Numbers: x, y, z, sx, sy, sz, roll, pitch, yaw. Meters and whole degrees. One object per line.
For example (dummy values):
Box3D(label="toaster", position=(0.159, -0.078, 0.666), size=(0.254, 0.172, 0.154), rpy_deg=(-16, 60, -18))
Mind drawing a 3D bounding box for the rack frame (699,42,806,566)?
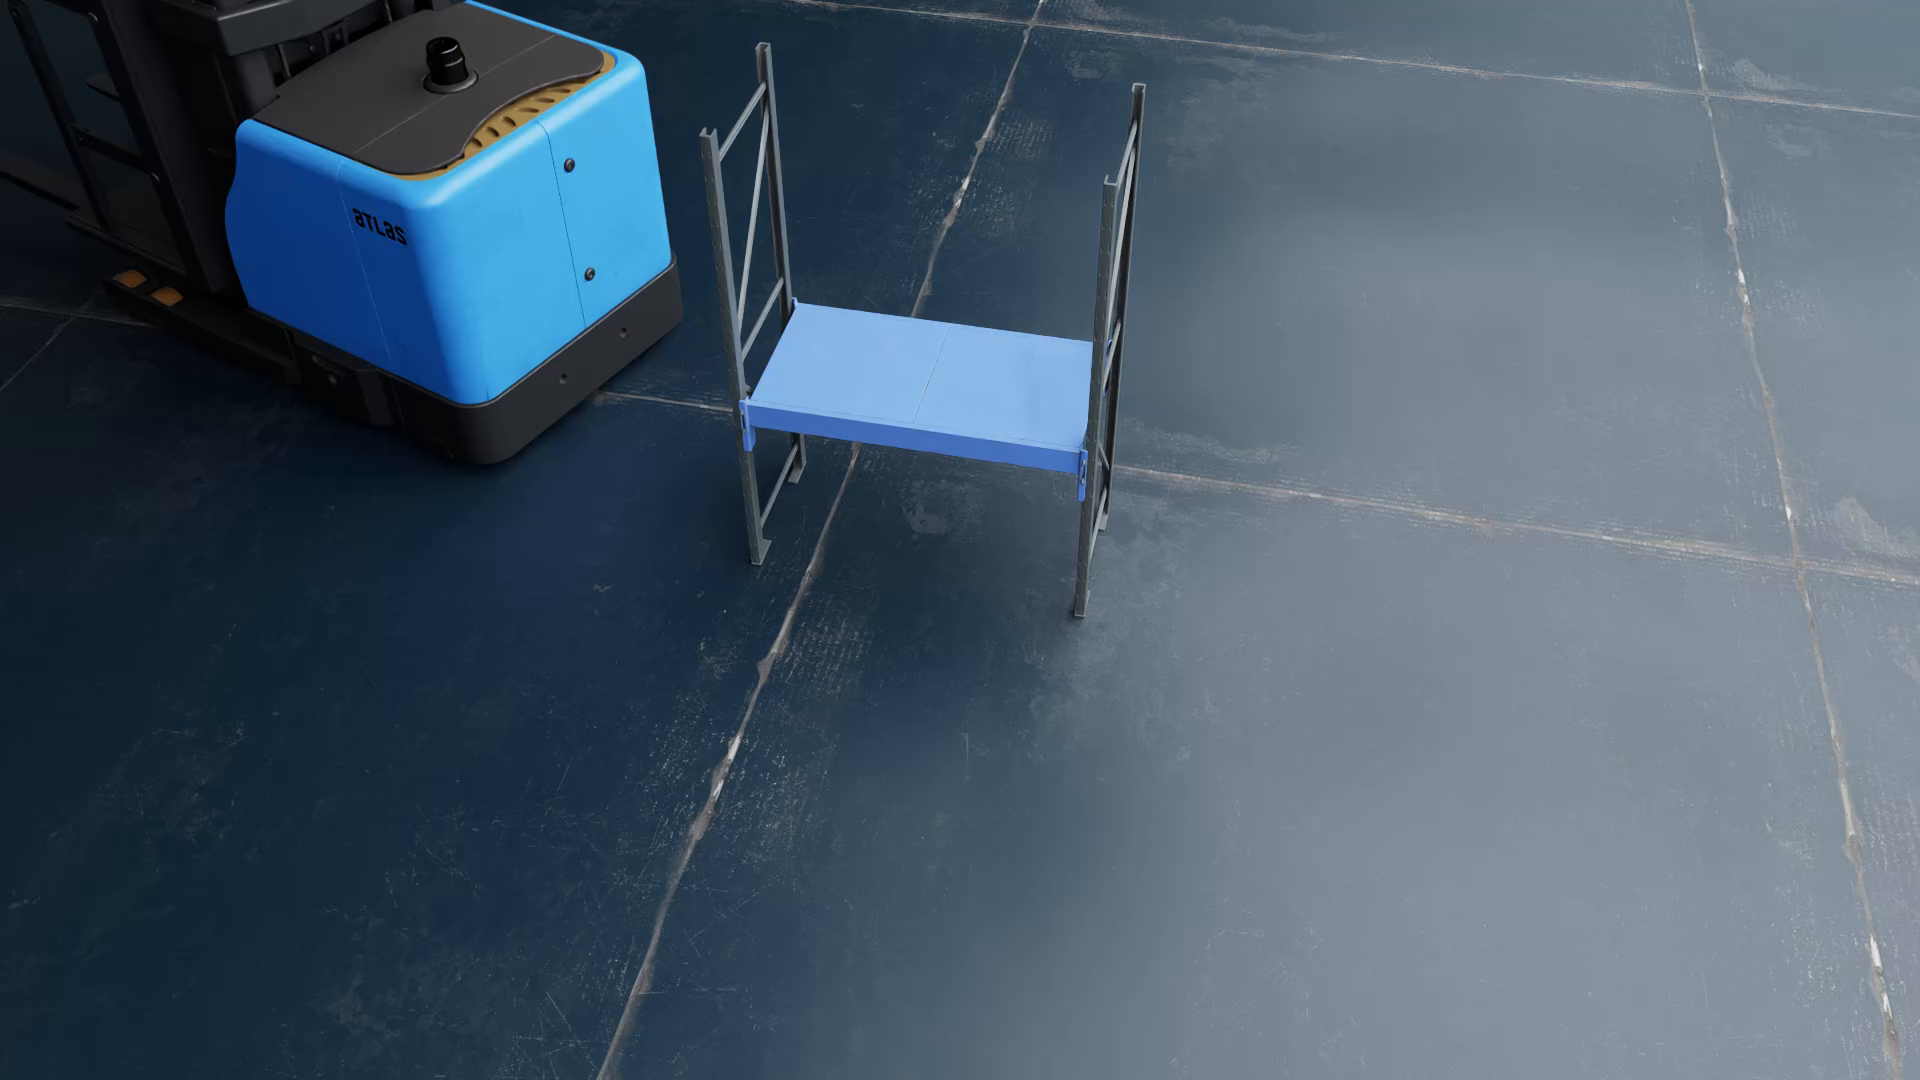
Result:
Box3D(label="rack frame", position=(-0.579, -0.630, 4.823), size=(0.032, 1.500, 0.500), rpy_deg=(9, 45, 9))

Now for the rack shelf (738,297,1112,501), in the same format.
Box3D(label="rack shelf", position=(-0.083, -0.424, 4.868), size=(1.000, 0.185, 0.538), rpy_deg=(9, 45, 9))

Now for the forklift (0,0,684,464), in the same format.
Box3D(label="forklift", position=(-2.514, -2.089, 5.307), size=(3.031, 2.935, 1.130), rpy_deg=(24, 49, 23))

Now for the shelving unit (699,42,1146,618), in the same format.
Box3D(label="shelving unit", position=(-0.083, -0.553, 4.743), size=(1.048, 1.500, 0.538), rpy_deg=(9, 45, 9))

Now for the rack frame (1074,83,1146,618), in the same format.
Box3D(label="rack frame", position=(0.413, -0.476, 4.663), size=(0.032, 1.500, 0.500), rpy_deg=(9, 45, 9))
